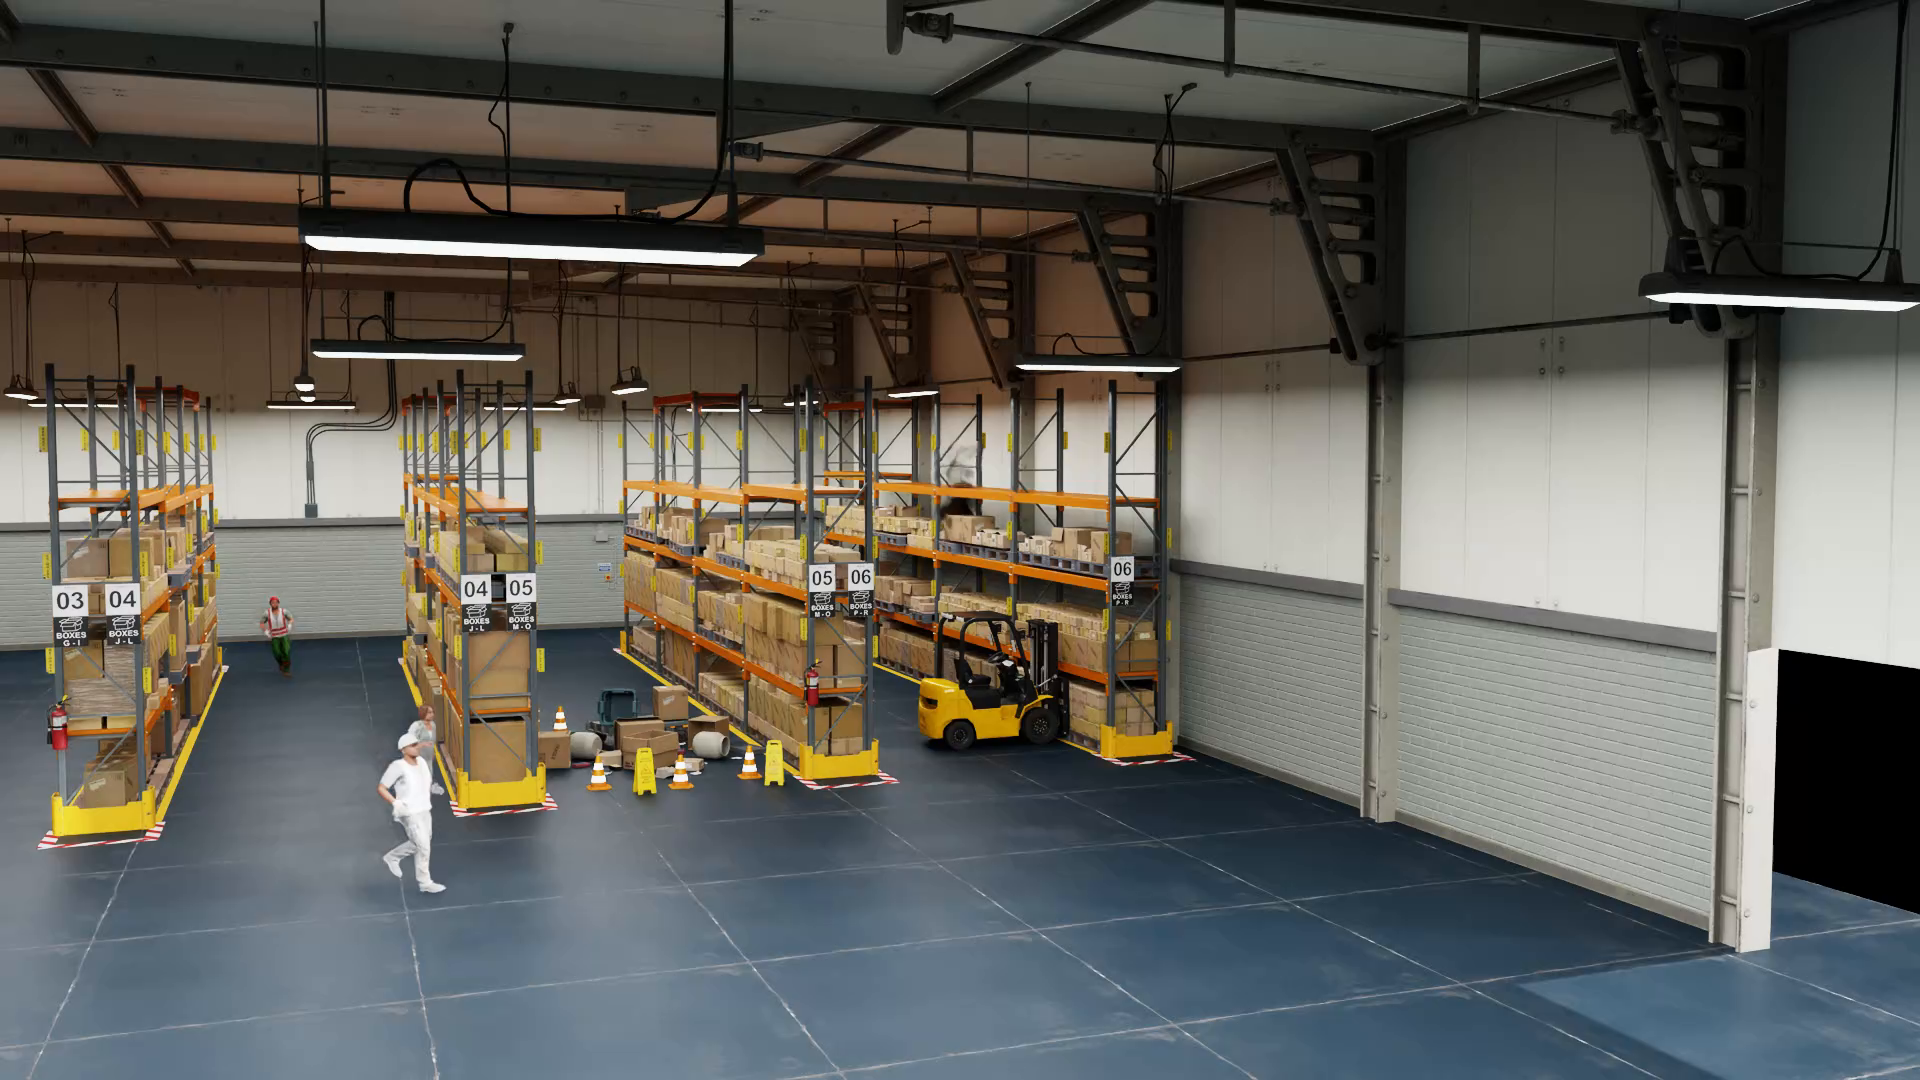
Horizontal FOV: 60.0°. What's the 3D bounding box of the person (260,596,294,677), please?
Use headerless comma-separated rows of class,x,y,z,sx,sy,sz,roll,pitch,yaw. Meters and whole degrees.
person,-14.612,2.066,35.613,0.685,1.727,0.645,-2,4,-27

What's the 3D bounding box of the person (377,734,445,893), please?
person,-6.135,3.039,18.576,0.872,1.756,0.698,1,4,19

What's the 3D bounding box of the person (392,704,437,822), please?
person,-7.059,2.944,21.766,0.679,1.604,0.561,3,5,44
